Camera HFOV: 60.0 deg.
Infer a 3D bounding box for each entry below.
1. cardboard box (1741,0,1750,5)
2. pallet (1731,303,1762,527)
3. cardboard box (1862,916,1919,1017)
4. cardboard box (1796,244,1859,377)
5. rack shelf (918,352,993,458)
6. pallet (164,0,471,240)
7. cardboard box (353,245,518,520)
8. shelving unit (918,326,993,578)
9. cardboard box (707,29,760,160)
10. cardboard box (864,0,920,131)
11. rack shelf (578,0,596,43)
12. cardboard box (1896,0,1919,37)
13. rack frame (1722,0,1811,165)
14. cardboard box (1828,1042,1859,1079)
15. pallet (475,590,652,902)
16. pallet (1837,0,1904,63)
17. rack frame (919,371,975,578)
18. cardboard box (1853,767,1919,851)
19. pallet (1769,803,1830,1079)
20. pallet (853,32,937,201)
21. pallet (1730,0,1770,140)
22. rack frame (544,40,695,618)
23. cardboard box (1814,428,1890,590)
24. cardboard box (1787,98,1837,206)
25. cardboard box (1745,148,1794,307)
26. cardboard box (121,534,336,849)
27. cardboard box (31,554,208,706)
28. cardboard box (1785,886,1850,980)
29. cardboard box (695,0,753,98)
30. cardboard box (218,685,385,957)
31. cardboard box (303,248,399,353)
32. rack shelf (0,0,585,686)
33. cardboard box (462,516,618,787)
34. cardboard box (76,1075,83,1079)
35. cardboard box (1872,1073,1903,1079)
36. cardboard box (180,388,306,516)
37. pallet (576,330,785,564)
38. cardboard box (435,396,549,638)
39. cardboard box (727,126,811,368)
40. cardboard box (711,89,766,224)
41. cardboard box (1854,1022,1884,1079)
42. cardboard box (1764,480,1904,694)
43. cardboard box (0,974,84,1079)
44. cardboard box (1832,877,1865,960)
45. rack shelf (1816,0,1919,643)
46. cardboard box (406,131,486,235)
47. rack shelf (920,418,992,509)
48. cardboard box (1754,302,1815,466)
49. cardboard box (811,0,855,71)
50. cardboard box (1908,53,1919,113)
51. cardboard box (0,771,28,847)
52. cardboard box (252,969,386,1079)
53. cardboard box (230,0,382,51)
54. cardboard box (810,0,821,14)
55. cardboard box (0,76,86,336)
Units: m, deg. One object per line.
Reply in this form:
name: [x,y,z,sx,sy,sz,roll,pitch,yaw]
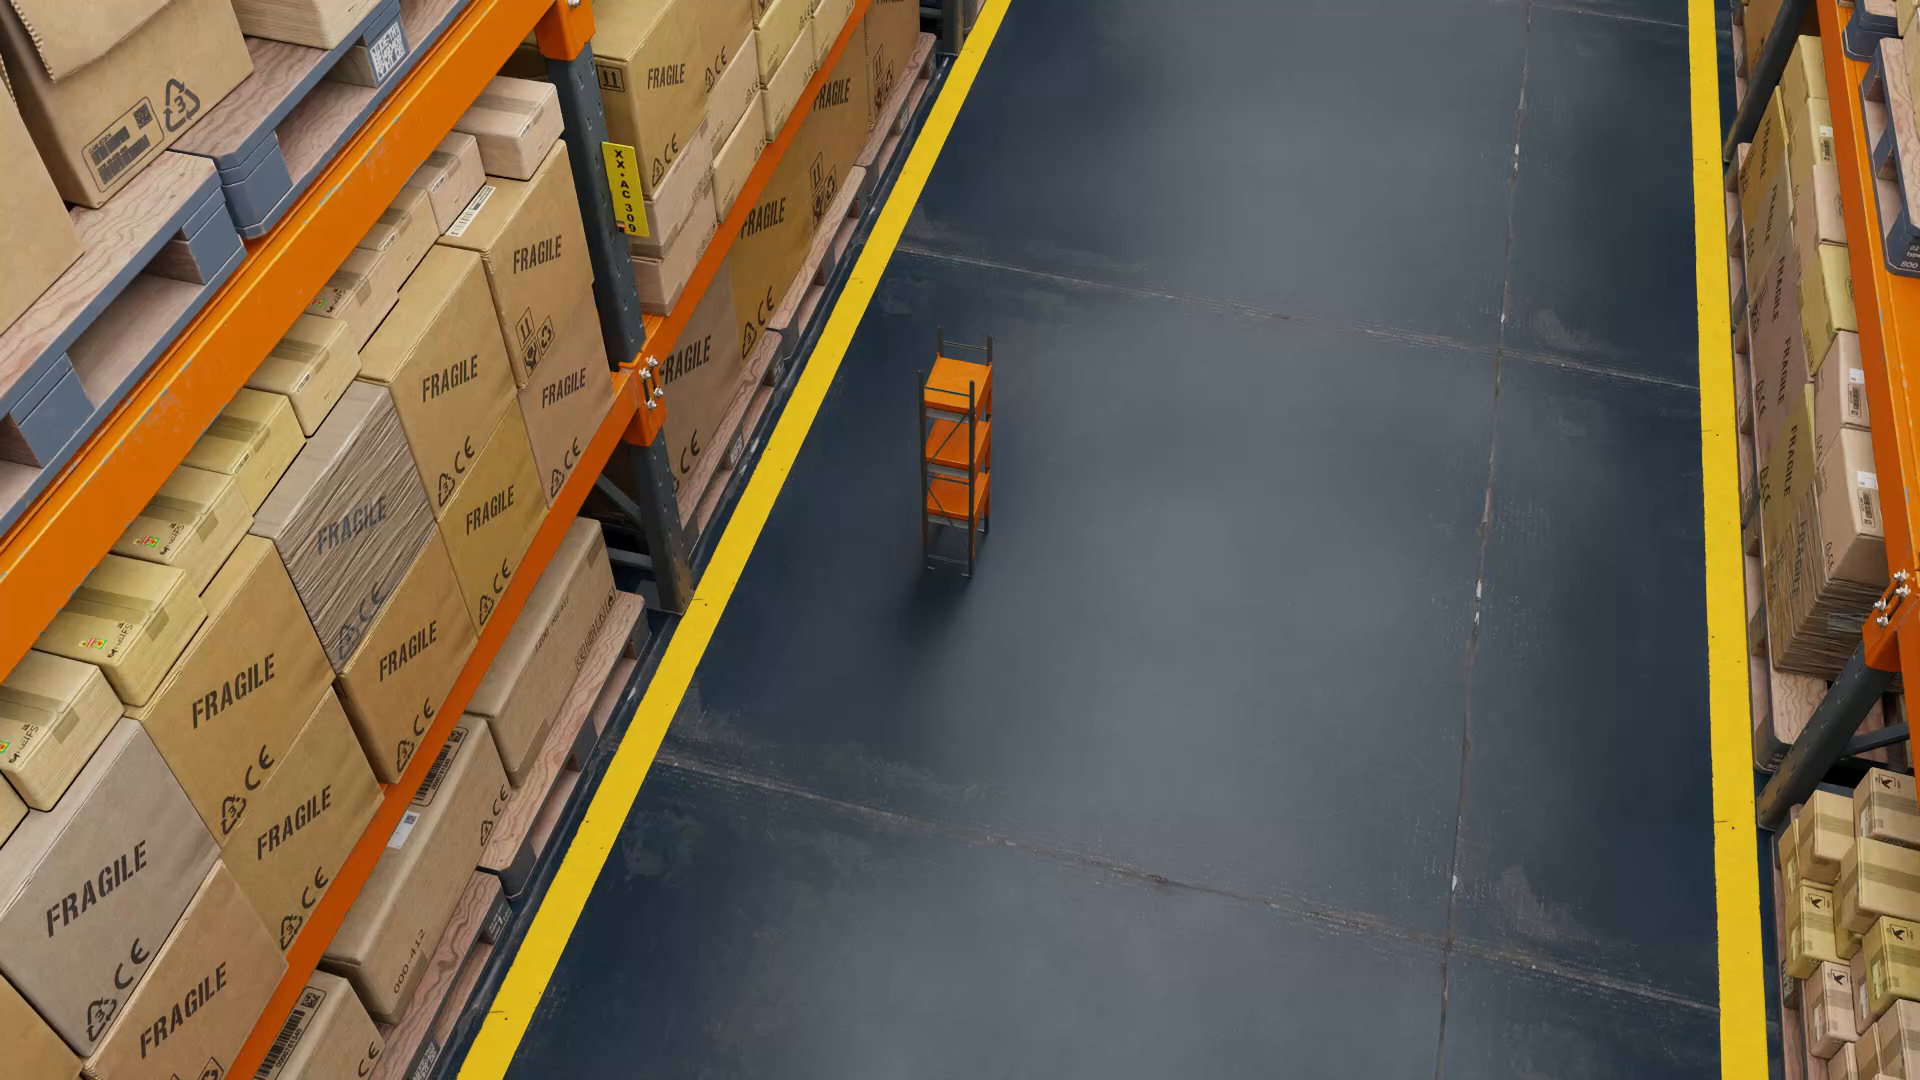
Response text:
cardboard box: [4.797,-3.277,8.781,1.050,0.750,0.750,12,50,11]
pallet: [3.793,-0.459,6.933,1.003,0.211,1.213,12,50,10]
cardboard box: [2.831,1.263,4.778,0.380,0.149,0.250,11,49,10]
cardboard box: [3.496,-0.836,6.293,0.500,0.250,0.500,10,49,8]
rack shelf: [-0.014,-0.489,6.036,0.215,0.259,0.240,12,50,10]
pallet: [-1.757,-1.211,3.795,1.003,0.211,1.213,12,50,10]
cardboard box: [-1.531,-0.440,4.323,0.500,0.500,0.500,11,49,9]
shelving unit: [-0.014,-0.309,6.241,0.215,1.050,0.252,12,50,10]
cardboard box: [-1.034,-1.598,5.845,0.500,0.250,0.500,12,50,11]
cardboard box: [-0.741,-2.683,8.173,0.875,0.875,0.875,11,50,10]
rack shelf: [-1.005,-3.038,5.829,1.077,0.370,4.000,12,50,10]
cardboard box: [3.800,-2.014,6.333,0.380,0.149,0.250,14,50,12]
rack frame: [4.323,-2.827,7.163,1.000,3.000,0.127,12,50,10]
cardboard box: [2.761,1.647,4.836,0.380,0.149,0.250,11,49,9]
pallet: [-1.807,0.620,5.981,1.003,0.211,1.213,12,50,10]
pallet: [4.238,-2.227,6.761,1.213,0.211,1.003,12,50,10]
rack frame: [-0.046,-0.220,6.163,0.200,1.050,0.008,12,50,10]
cardboard box: [2.980,0.883,5.114,0.380,0.149,0.250,13,50,12]
pallet: [3.128,1.482,5.220,1.003,0.211,1.213,12,50,10]
pallet: [-0.759,-2.252,8.516,1.003,0.211,1.213,12,50,10]
pallet: [4.603,-2.459,8.699,1.003,0.211,1.213,12,50,10]
rack frame: [-1.532,-0.837,5.407,1.000,3.000,0.127,12,50,10]
cardboard box: [3.222,-0.082,5.627,0.500,0.250,0.500,10,49,9]
cardboard box: [3.775,-1.569,6.940,0.500,0.250,0.500,11,49,10]
cardboard box: [3.762,-1.313,7.214,0.500,0.500,0.500,12,50,10]
cardboard box: [-1.796,0.291,3.678,0.500,0.500,0.500,12,50,10]
cardboard box: [-1.775,0.162,3.359,0.380,0.149,0.250,10,49,9]
cardboard box: [2.794,1.263,5.174,0.380,0.149,0.250,13,50,11]
cardboard box: [-1.031,-1.836,5.555,0.500,0.500,0.500,11,50,10]
cardboard box: [-1.808,0.631,4.044,0.500,0.500,0.500,13,50,11]
cardboard box: [-1.604,-0.596,4.028,0.380,0.149,0.250,11,50,10]
rack shelf: [-2.058,-0.145,3.275,1.077,0.370,4.000,12,50,10]
cardboard box: [-1.801,0.305,5.828,0.875,0.438,0.875,11,49,9]
cardboard box: [-2.075,1.361,3.400,0.500,0.500,0.500,11,49,10]
cardboard box: [2.639,1.624,4.460,0.380,0.149,0.250,13,50,11]
cardboard box: [-1.703,-0.218,3.694,0.380,0.149,0.250,11,49,9]
pallet: [-1.401,-0.487,6.958,1.003,0.211,1.213,12,50,10]
cardboard box: [-1.537,-0.111,4.699,0.500,0.500,0.500,10,49,9]
cardboard box: [-1.216,-1.392,7.034,0.875,0.875,0.875,13,50,11]
cardboard box: [-1.027,-1.428,6.029,0.500,0.250,0.500,10,49,9]
cardboard box: [2.783,1.551,4.723,0.380,0.149,0.250,9,49,8]
cardboard box: [3.222,0.170,5.905,0.500,0.500,0.500,11,49,9]
cardboard box: [-2.054,1.026,3.029,0.500,0.500,0.500,10,49,9]
cardboard box: [2.886,1.172,5.056,0.380,0.149,0.250,12,50,10]
rack shelf: [3.797,-1.142,6.156,1.077,0.370,4.000,12,50,10]
cardboard box: [-1.480,-0.961,4.350,0.380,0.149,0.250,13,50,11]
rack shelf: [-0.014,-0.302,6.249,0.215,0.259,0.240,12,50,10]
cardboard box: [3.497,-0.571,6.560,0.500,0.500,0.500,11,49,9]
cardboard box: [-0.736,-2.156,6.671,0.500,0.250,0.500,11,49,9]
cardboard box: [3.664,-1.639,6.002,0.380,0.149,0.250,12,50,11]
cardboard box: [-1.975,0.512,3.050,0.380,0.149,0.250,12,50,10]
cardboard box: [-2.275,1.604,4.681,0.875,0.438,0.875,13,50,11]
cardboard box: [-1.461,-1.202,3.549,0.380,0.149,0.250,13,50,11]
cardboard box: [-0.744,-2.324,6.486,0.500,0.250,0.500,10,49,9]
cardboard box: [-1.909,-0.570,2.757,0.500,0.500,0.500,12,50,11]
